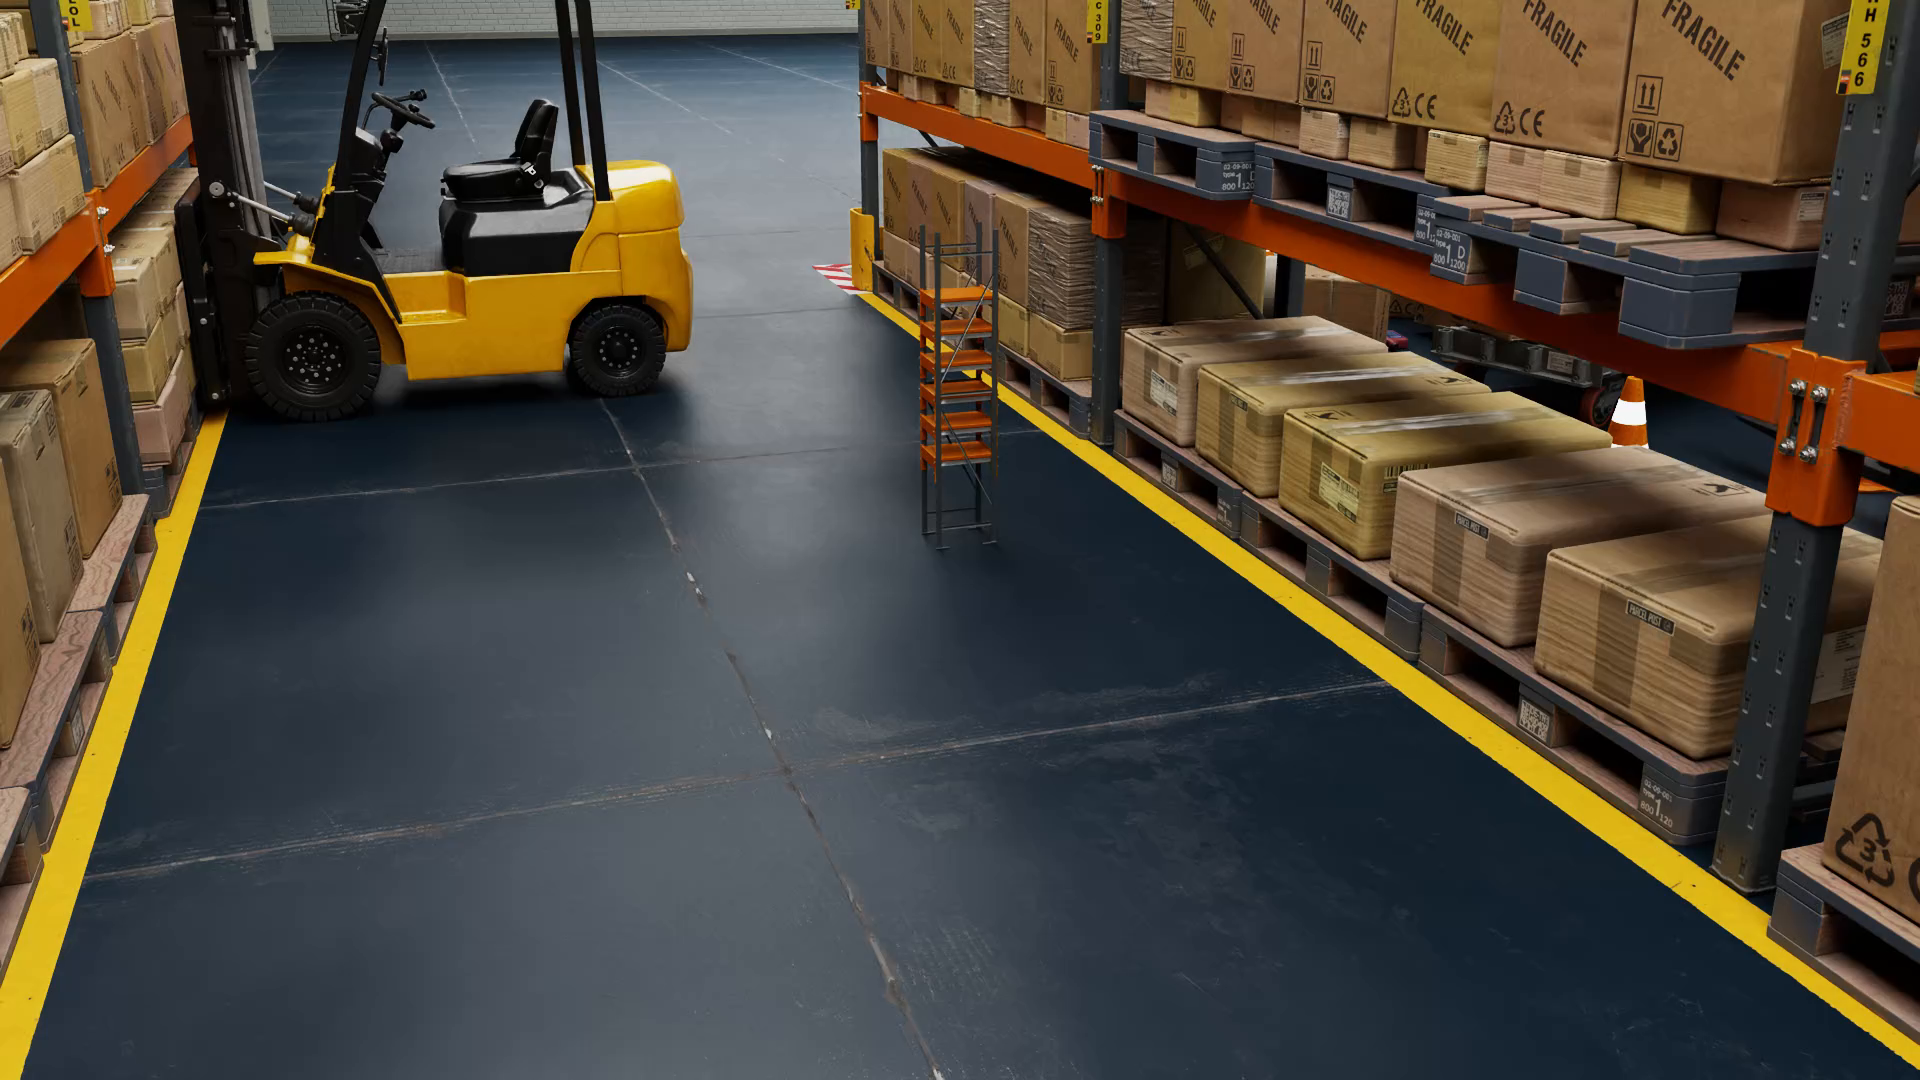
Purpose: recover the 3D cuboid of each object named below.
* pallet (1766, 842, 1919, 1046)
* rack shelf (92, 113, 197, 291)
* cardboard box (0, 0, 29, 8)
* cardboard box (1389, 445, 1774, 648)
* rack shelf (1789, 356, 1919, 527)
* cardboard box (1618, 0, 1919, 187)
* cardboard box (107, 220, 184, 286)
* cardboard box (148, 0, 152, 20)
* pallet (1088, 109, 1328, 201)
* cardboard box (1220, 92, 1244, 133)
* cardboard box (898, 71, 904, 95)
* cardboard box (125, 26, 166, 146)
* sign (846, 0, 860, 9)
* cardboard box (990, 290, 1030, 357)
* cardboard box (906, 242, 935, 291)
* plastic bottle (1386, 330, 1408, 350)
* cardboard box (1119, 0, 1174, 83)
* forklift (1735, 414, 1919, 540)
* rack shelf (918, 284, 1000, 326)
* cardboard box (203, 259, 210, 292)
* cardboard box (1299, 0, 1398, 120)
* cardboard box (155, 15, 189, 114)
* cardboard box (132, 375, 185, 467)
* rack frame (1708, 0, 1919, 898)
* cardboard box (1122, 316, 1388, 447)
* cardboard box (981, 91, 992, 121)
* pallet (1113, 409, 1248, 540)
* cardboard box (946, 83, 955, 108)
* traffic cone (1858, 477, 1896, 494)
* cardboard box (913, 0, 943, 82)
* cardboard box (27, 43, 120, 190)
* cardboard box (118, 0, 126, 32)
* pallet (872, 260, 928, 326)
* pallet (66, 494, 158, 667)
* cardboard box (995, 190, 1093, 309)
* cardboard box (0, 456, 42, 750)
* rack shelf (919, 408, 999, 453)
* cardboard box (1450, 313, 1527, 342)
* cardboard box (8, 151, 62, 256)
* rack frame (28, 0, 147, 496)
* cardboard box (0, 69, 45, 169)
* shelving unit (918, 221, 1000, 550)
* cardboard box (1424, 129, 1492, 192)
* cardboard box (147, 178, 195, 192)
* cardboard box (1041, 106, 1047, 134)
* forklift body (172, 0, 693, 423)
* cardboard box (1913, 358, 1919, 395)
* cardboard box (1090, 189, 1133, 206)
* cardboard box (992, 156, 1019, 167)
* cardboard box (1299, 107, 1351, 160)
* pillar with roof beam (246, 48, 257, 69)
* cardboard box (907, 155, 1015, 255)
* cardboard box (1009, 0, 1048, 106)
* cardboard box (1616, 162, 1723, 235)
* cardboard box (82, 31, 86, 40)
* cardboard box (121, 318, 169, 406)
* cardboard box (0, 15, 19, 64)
[{"bbox_3d":[2.527,0.952,3.454,1.003,0.211,1.213,-6,21,-17],"label":"pallet"},{"bbox_3d":[-4.246,-1.680,7.720,1.077,0.370,4.000,-6,21,-17],"label":"rack shelf"},{"bbox_3d":[-3.436,-2.003,6.007,0.380,0.149,0.250,-6,21,-16],"label":"cardboard box"},{"bbox_3d":[1.943,-0.001,5.247,0.950,0.372,0.625,-7,21,-18],"label":"cardboard box"},{"bbox_3d":[2.980,0.359,2.044,1.077,0.370,4.000,-6,21,-17],"label":"rack shelf"},{"bbox_3d":[1.944,-1.122,3.895,0.500,0.500,0.500,-7,21,-19],"label":"cardboard box"},{"bbox_3d":[-3.790,-1.263,7.462,0.500,0.250,0.500,-6,21,-15],"label":"cardboard box"},{"bbox_3d":[-4.172,-2.601,8.113,0.380,0.149,0.250,-7,21,-19],"label":"cardboard box"},{"bbox_3d":[1.196,-1.554,6.589,1.003,0.211,1.213,-6,21,-17],"label":"pallet"},{"bbox_3d":[1.199,-1.610,6.211,0.380,0.149,0.250,-5,20,-14],"label":"cardboard box"},{"bbox_3d":[-0.154,-2.766,10.052,0.380,0.149,0.250,-7,21,-19],"label":"cardboard box"},{"bbox_3d":[-3.986,-2.085,7.636,0.500,0.500,0.500,-6,21,-17],"label":"cardboard box"},{"bbox_3d":[-0.678,-3.538,10.550,0.100,0.325,0.005,-6,21,-17],"label":"sign"},{"bbox_3d":[0.476,-1.140,8.598,0.500,0.250,0.500,-7,21,-19],"label":"cardboard box"},{"bbox_3d":[-0.019,-1.639,9.990,0.500,0.250,0.500,-6,21,-15],"label":"cardboard box"},{"bbox_3d":[2.469,-1.135,9.487,0.133,0.061,0.283,-3,20,-8],"label":"plastic bottle"},{"bbox_3d":[0.969,-2.109,6.641,0.500,0.500,0.500,-6,21,-16],"label":"cardboard box"},{"bbox_3d":[4.088,-1.251,5.562,1.130,2.935,3.031,-5,20,-13],"label":"forklift"},{"bbox_3d":[-0.005,-0.866,6.120,0.258,0.103,0.180,-6,21,-17],"label":"rack shelf"},{"bbox_3d":[-4.095,-1.350,8.445,0.500,0.250,0.500,-7,21,-18],"label":"cardboard box"},{"bbox_3d":[1.441,-1.624,5.292,0.500,0.500,0.500,-7,21,-19],"label":"cardboard box"},{"bbox_3d":[-4.470,-2.577,9.006,0.500,0.500,0.500,-7,21,-18],"label":"cardboard box"},{"bbox_3d":[-3.455,-0.470,6.735,0.500,0.250,0.500,-6,21,-17],"label":"cardboard box"},{"bbox_3d":[2.351,-0.621,3.709,1.000,3.000,0.127,-6,21,-17],"label":"rack frame"},{"bbox_3d":[1.261,-0.698,7.188,0.950,0.372,0.625,-6,21,-17],"label":"cardboard box"},{"bbox_3d":[0.329,-2.268,8.666,0.380,0.149,0.250,-7,21,-18],"label":"cardboard box"},{"bbox_3d":[1.340,-0.343,7.059,1.003,0.211,1.213,-6,21,-17],"label":"pallet"},{"bbox_3d":[0.136,-2.522,9.372,0.380,0.149,0.250,-6,21,-15],"label":"cardboard box"},{"bbox_3d":[3.853,-0.475,7.055,0.336,0.463,0.334,-6,21,-17],"label":"traffic cone"},{"bbox_3d":[0.049,-2.865,9.367,0.500,0.500,0.500,-7,21,-18],"label":"cardboard box"},{"bbox_3d":[-3.509,-1.594,6.268,0.500,0.500,0.500,-7,21,-19],"label":"cardboard box"},{"bbox_3d":[-3.843,-2.273,7.199,0.380,0.149,0.250,-7,21,-19],"label":"cardboard box"},{"bbox_3d":[0.082,-1.587,10.524,1.003,0.211,1.213,-6,21,-17],"label":"pallet"},{"bbox_3d":[-3.348,0.168,5.636,1.003,0.211,1.213,-6,21,-17],"label":"pallet"},{"bbox_3d":[0.492,-1.486,8.453,0.500,0.500,0.500,-6,21,-16],"label":"cardboard box"},{"bbox_3d":[-2.968,0.201,4.312,0.875,0.625,0.625,-7,21,-19],"label":"cardboard box"},{"bbox_3d":[-0.005,-0.415,6.282,0.258,0.103,0.180,-6,21,-17],"label":"rack shelf"},{"bbox_3d":[2.774,-1.284,8.131,0.500,0.500,0.500,-6,21,-17],"label":"cardboard box"},{"bbox_3d":[-3.047,-1.011,5.016,0.500,0.250,0.500,-7,21,-18],"label":"cardboard box"},{"bbox_3d":[-3.617,-1.376,5.811,1.000,3.000,0.127,-6,21,-17],"label":"rack frame"},{"bbox_3d":[-3.052,-1.246,4.931,0.500,0.250,0.500,-7,21,-19],"label":"cardboard box"},{"bbox_3d":[-0.005,-0.569,6.227,0.258,1.200,0.189,-6,21,-17],"label":"shelving unit"},{"bbox_3d":[1.579,-1.104,4.803,0.380,0.149,0.250,-6,21,-16],"label":"cardboard box"},{"bbox_3d":[-4.267,-1.756,8.836,0.500,0.250,0.500,-6,21,-16],"label":"cardboard box"},{"bbox_3d":[0.611,-2.029,7.999,0.380,0.149,0.250,-6,21,-17],"label":"cardboard box"},{"bbox_3d":[-2.546,-1.846,8.374,2.313,2.155,1.214,-6,21,-17],"label":"forklift body"},{"bbox_3d":[2.266,-0.367,3.223,0.500,0.250,0.500,-7,21,-18],"label":"cardboard box"},{"bbox_3d":[0.985,-1.550,8.632,0.500,0.500,0.500,-6,20,-15],"label":"cardboard box"},{"bbox_3d":[0.503,-2.049,10.020,0.500,0.500,0.500,-6,21,-15],"label":"cardboard box"},{"bbox_3d":[1.351,-1.352,5.494,0.380,0.149,0.250,-6,20,-15],"label":"cardboard box"},{"bbox_3d":[-8.968,-13.323,30.198,9.100,9.000,0.400,-6,21,-17],"label":"pillar with roof beam"},{"bbox_3d":[0.004,-1.982,9.834,0.500,0.500,0.500,-7,21,-19],"label":"cardboard box"},{"bbox_3d":[0.550,-2.373,7.997,0.500,0.500,0.500,-6,21,-15],"label":"cardboard box"},{"bbox_3d":[1.872,-0.859,4.122,0.380,0.149,0.250,-6,21,-16],"label":"cardboard box"},{"bbox_3d":[-3.659,-2.023,6.503,0.380,0.149,0.250,-6,21,-17],"label":"cardboard box"},{"bbox_3d":[-3.476,-0.703,6.644,0.500,0.250,0.500,-6,21,-17],"label":"cardboard box"},{"bbox_3d":[-3.201,-1.562,5.220,0.380,0.149,0.250,-7,21,-18],"label":"cardboard box"}]
